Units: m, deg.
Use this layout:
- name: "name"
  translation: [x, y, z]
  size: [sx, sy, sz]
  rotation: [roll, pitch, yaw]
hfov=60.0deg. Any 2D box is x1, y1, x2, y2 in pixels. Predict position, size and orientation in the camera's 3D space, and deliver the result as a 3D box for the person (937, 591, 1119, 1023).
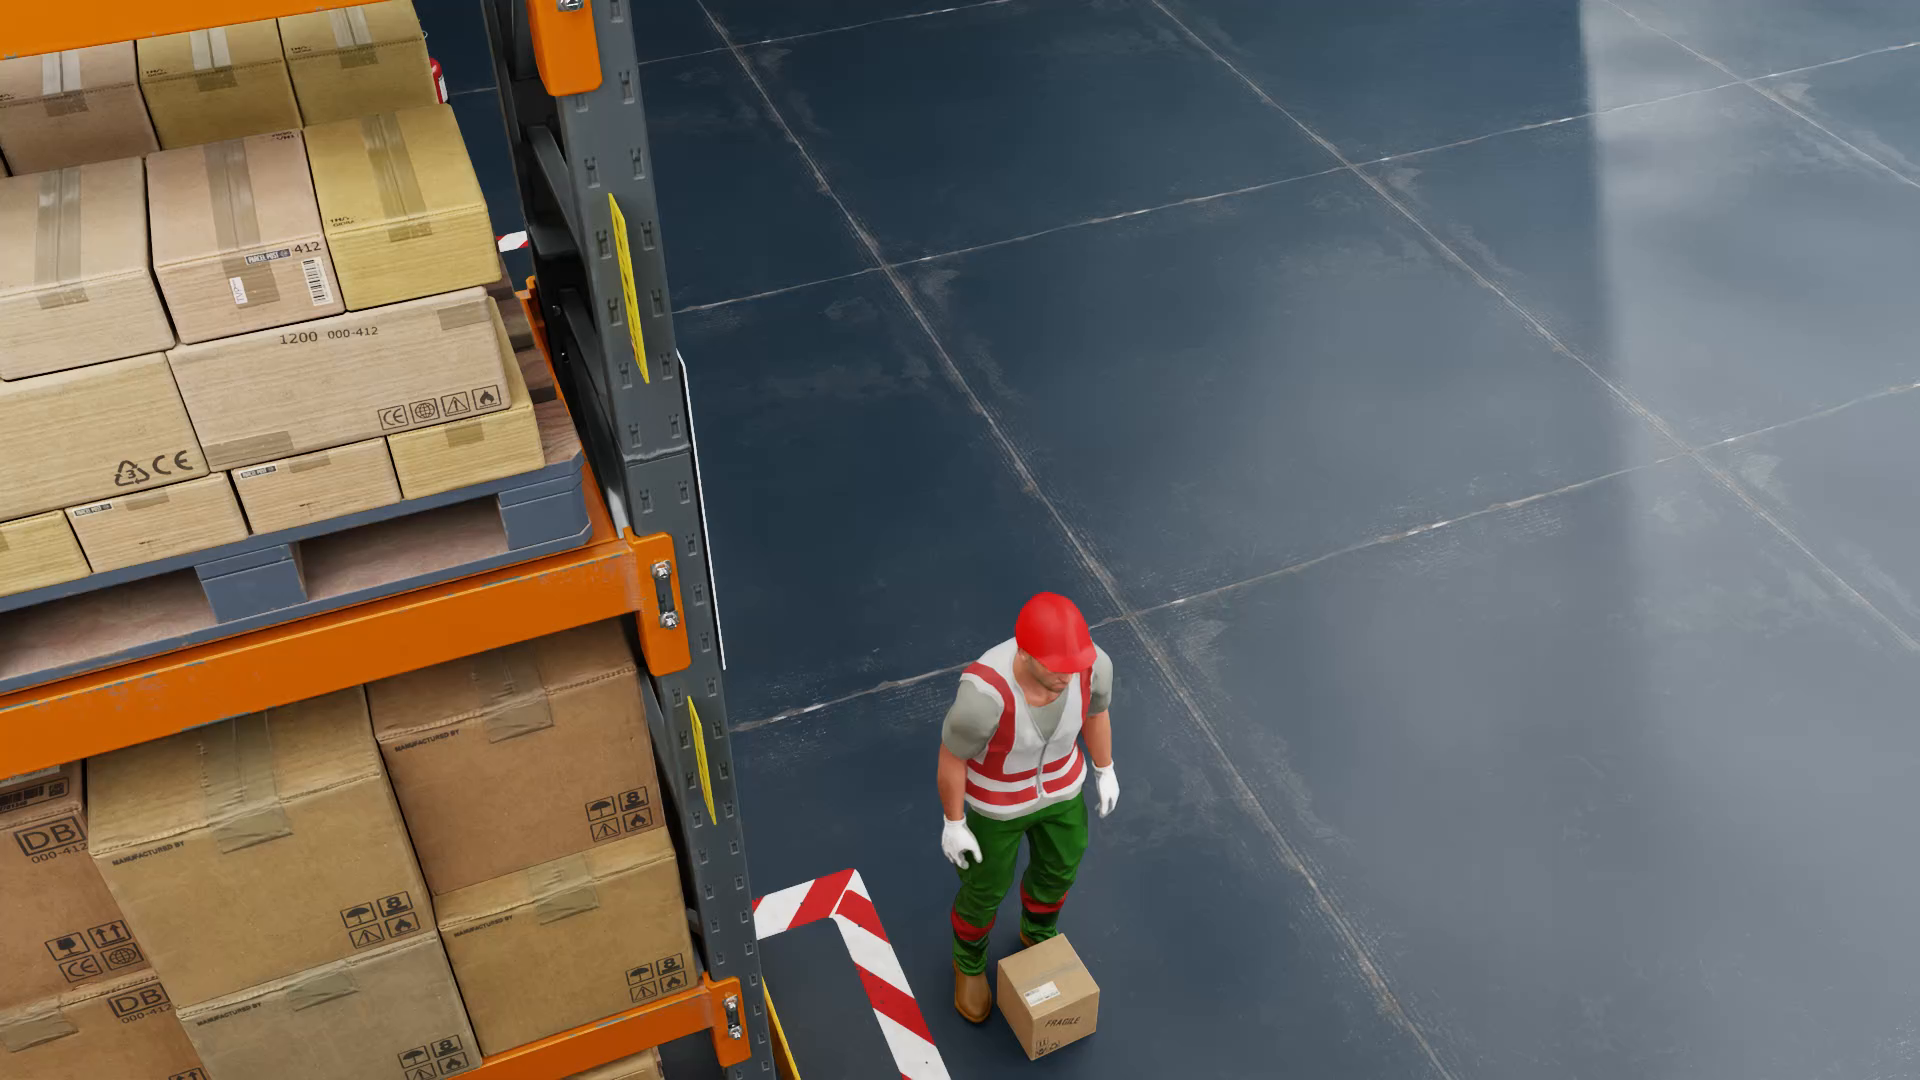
- name: "person"
  translation: [0.217, 0.814, 5.223]
  size: [0.623, 1.780, 0.449]
  rotation: [-17, 44, -18]
